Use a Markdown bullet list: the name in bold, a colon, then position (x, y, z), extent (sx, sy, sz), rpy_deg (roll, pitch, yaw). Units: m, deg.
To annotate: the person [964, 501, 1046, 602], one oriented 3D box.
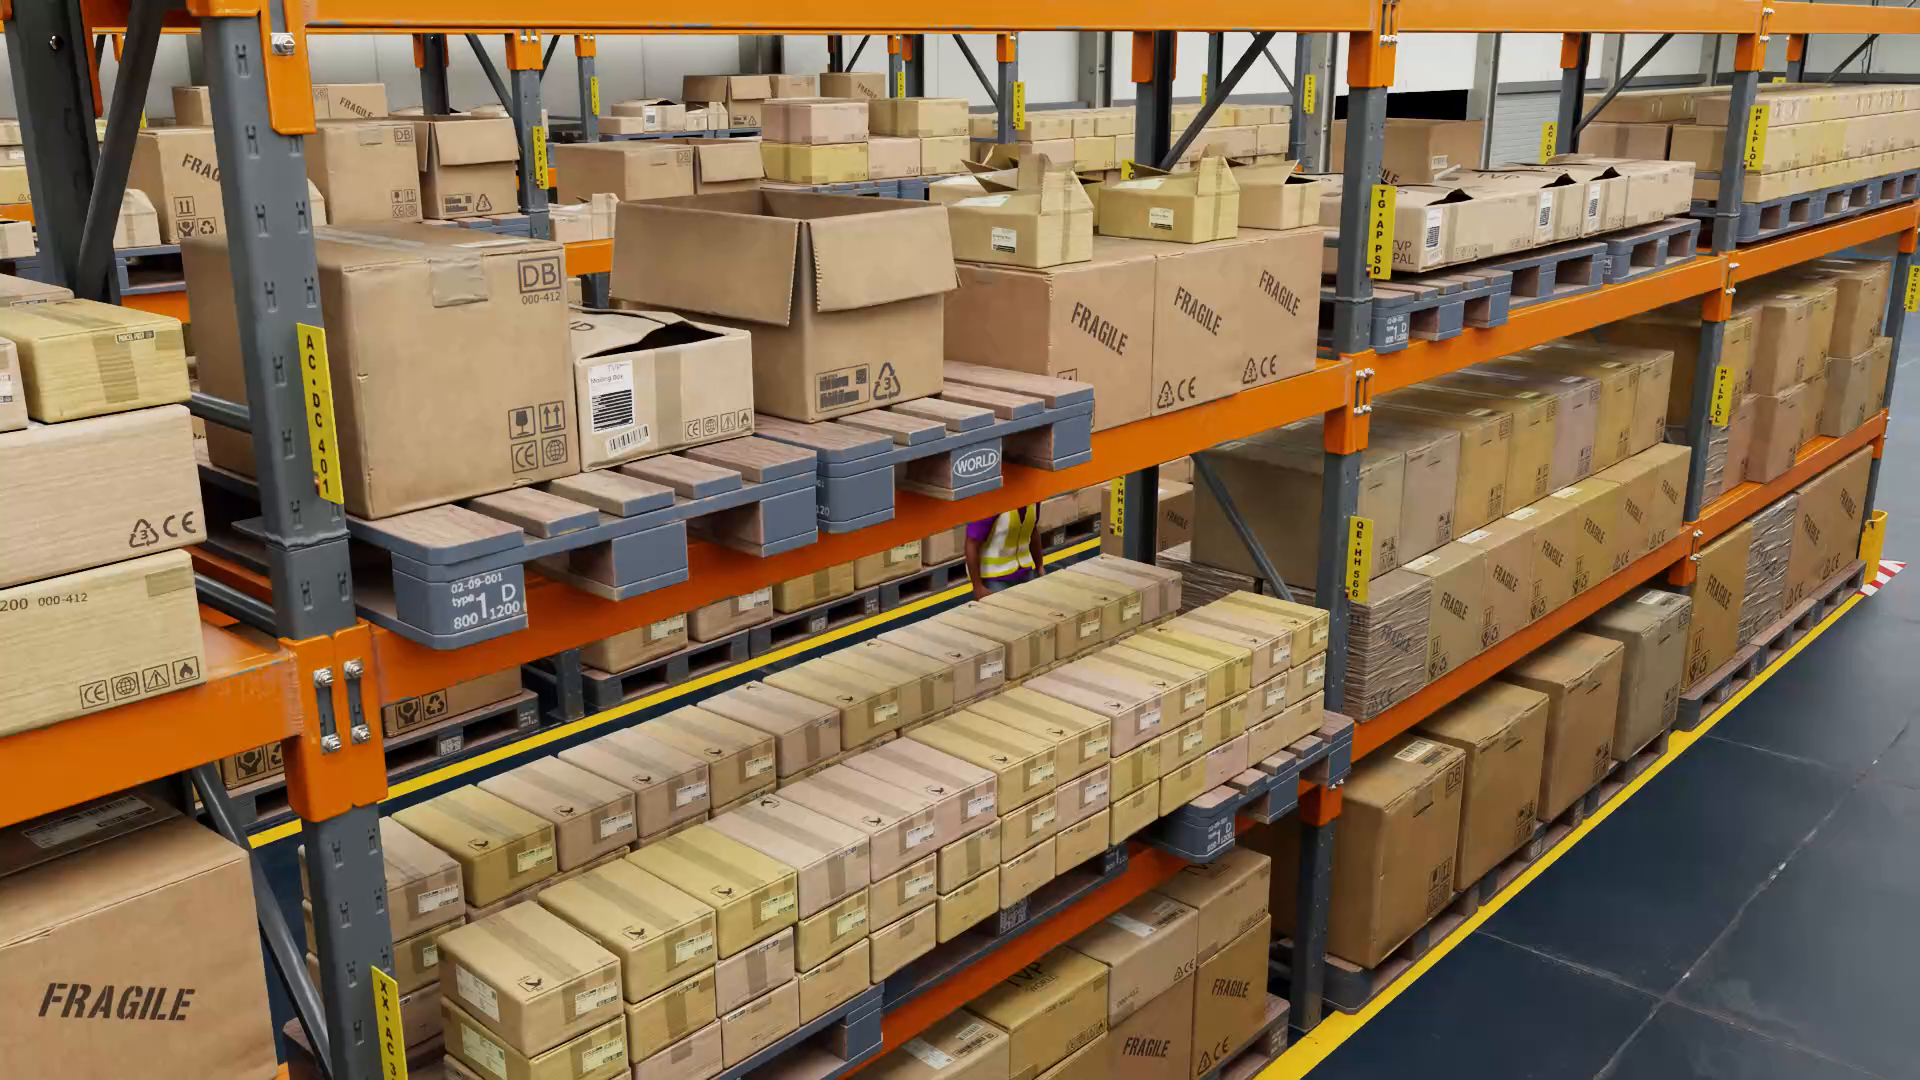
- **person**: position (0.282, 0.218, 9.788), extent (0.456, 1.761, 0.628), rpy_deg (15, 22, 40)
